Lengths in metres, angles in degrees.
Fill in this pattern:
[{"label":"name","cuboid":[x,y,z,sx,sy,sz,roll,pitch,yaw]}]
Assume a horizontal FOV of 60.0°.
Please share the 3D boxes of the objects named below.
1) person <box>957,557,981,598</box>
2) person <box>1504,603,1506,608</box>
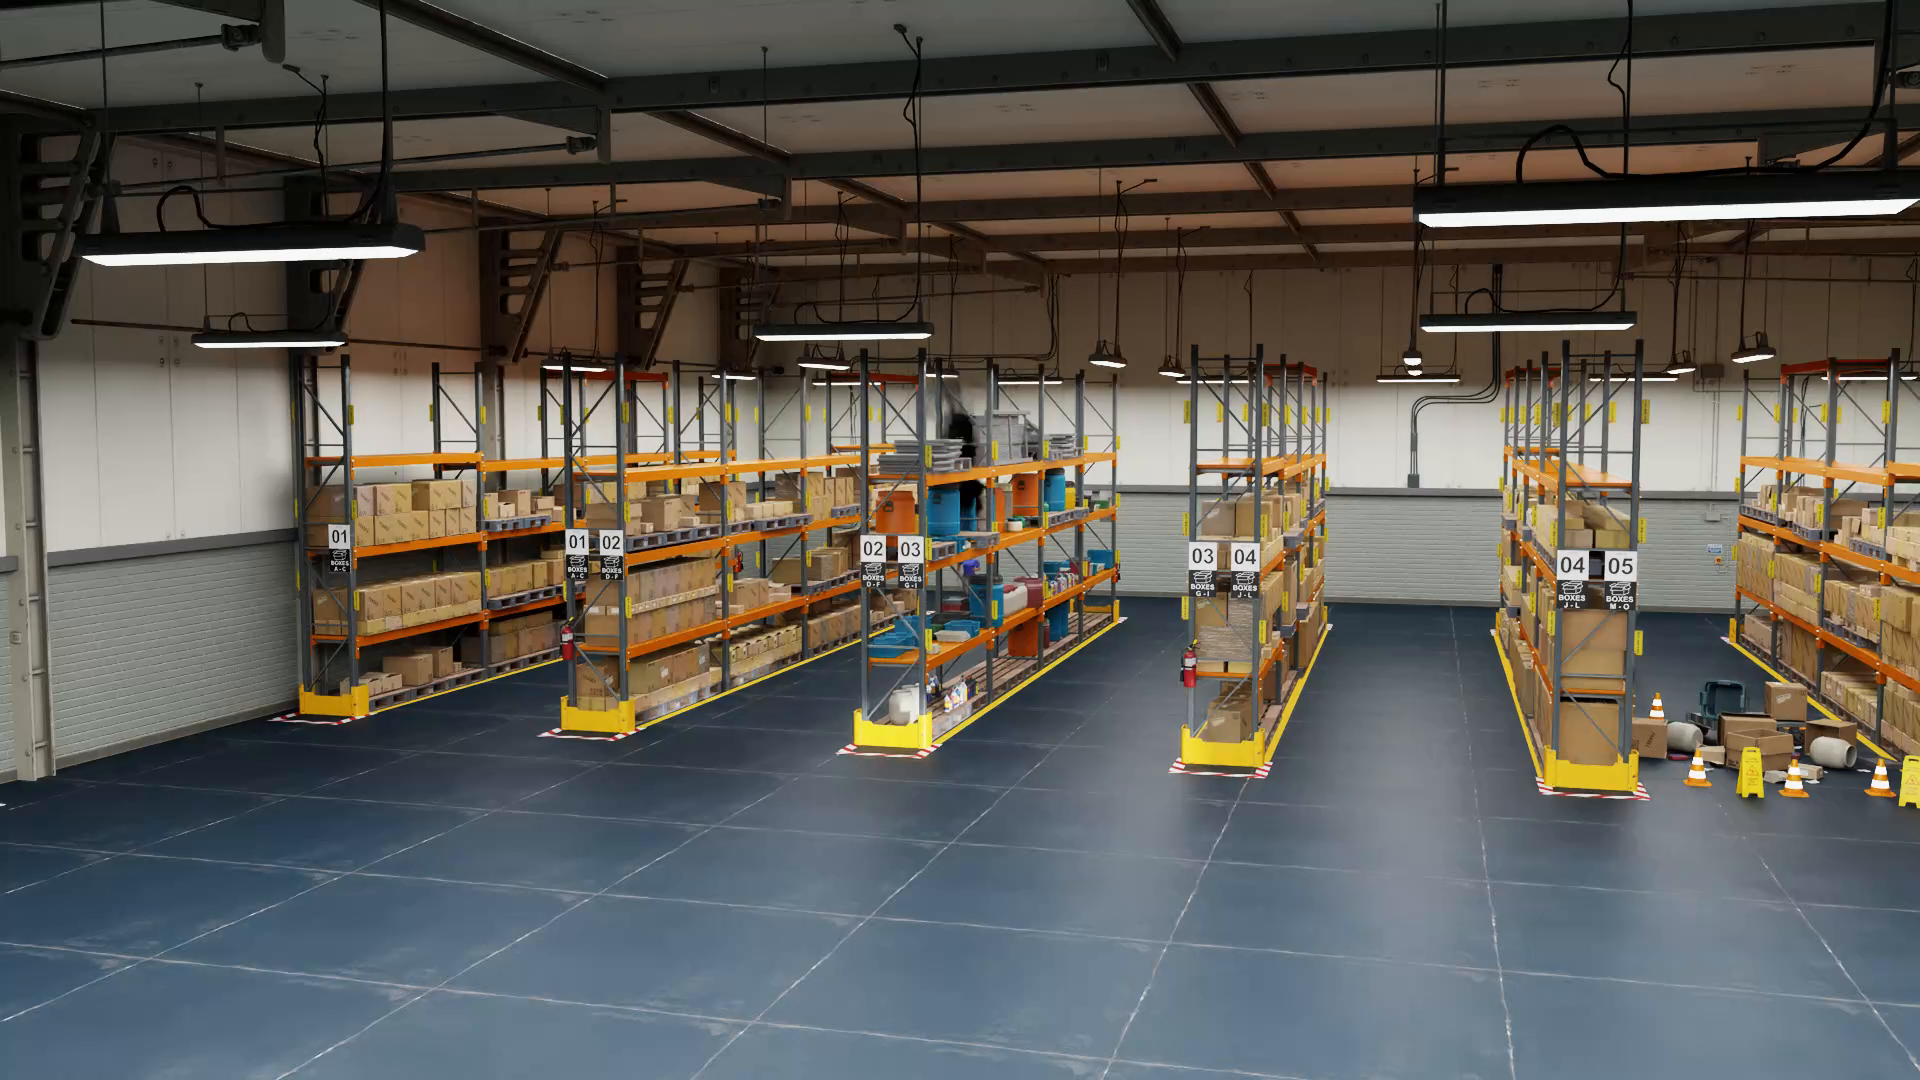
[{"label":"person","cuboid":[0.234,1.019,41.964,0.548,1.701,0.848,-1,4,-8]},{"label":"person","cuboid":[12.965,1.232,38.761,0.826,1.772,0.697,0,4,3]}]
